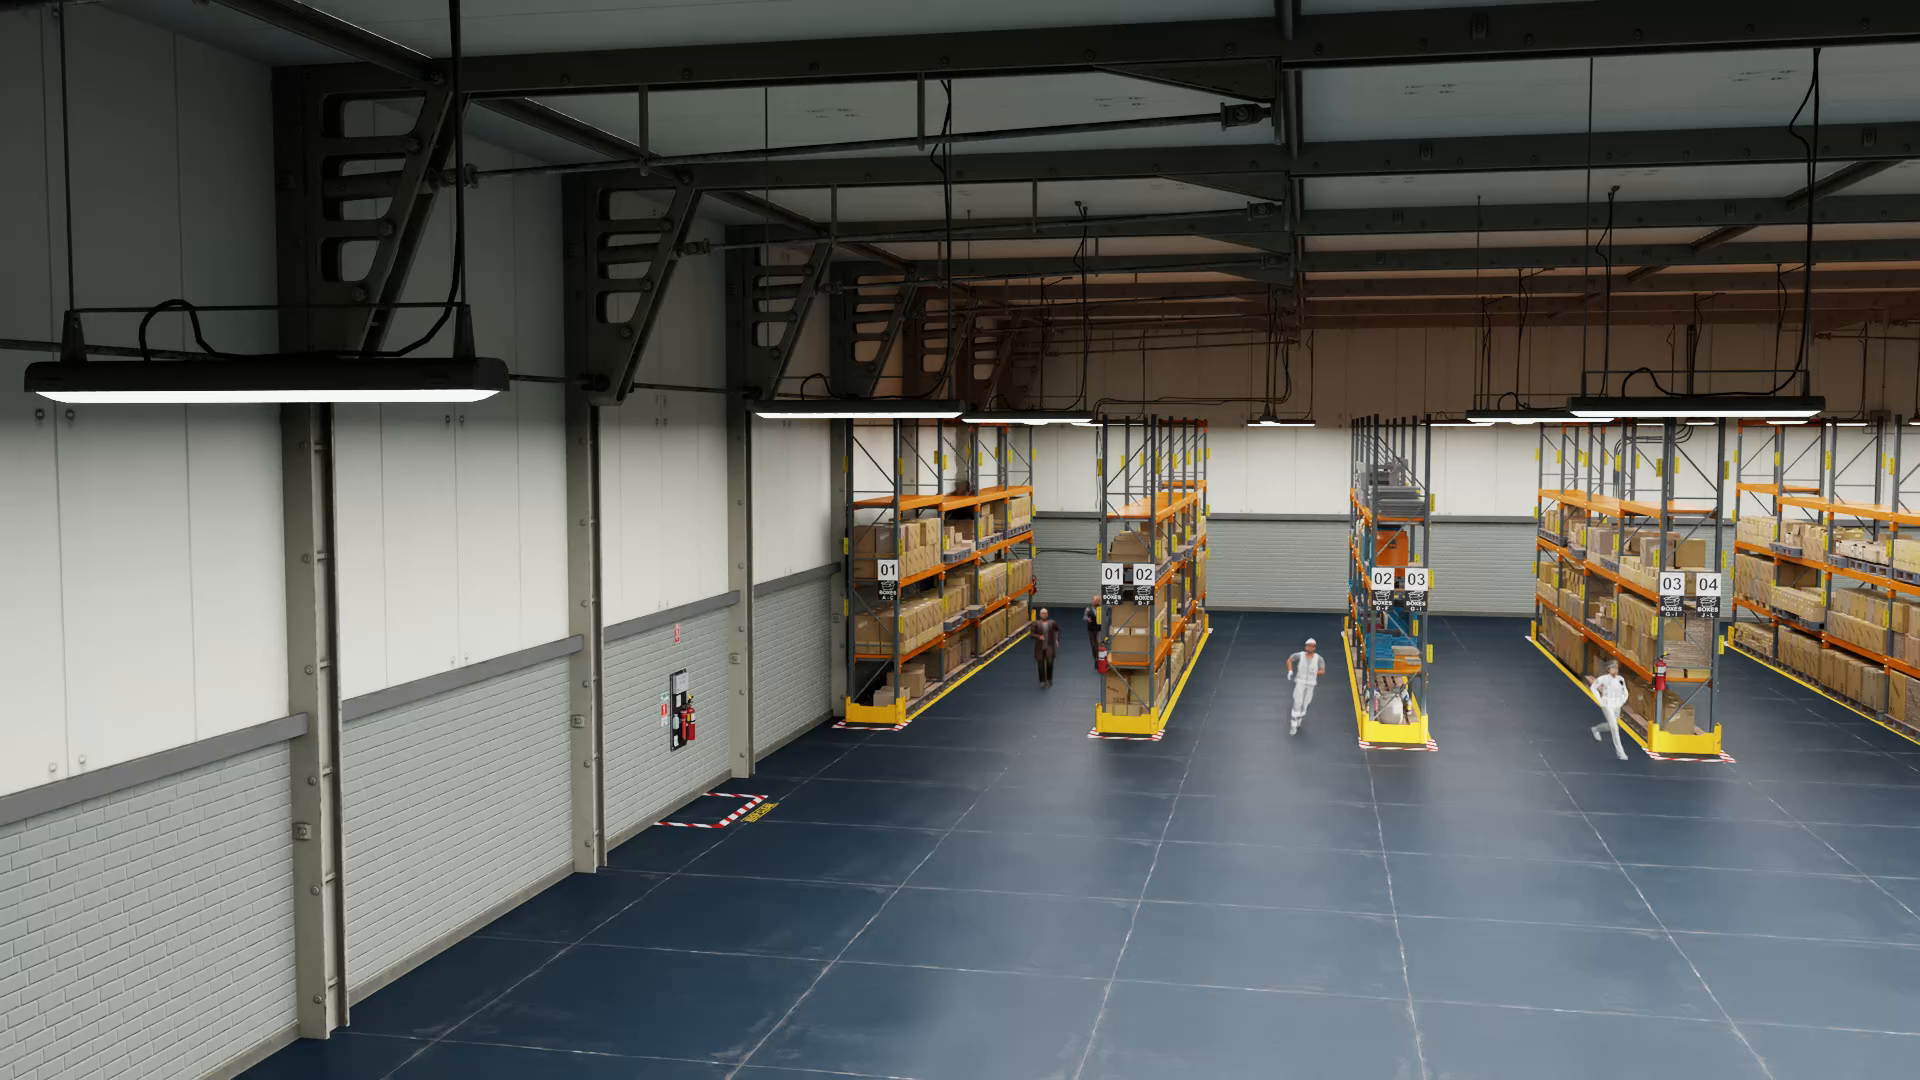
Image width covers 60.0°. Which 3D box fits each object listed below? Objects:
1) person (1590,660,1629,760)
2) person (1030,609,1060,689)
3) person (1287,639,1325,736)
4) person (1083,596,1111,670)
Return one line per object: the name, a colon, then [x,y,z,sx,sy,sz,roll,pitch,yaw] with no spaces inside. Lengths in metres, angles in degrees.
person: [11.455,2.950,29.275,0.585,1.709,1.085,-1,4,-16]
person: [1.874,2.398,36.658,0.680,1.766,0.734,0,4,1]
person: [6.532,2.761,31.442,0.695,1.825,0.775,0,4,2]
person: [3.261,2.222,39.806,0.638,1.784,0.777,1,4,13]
